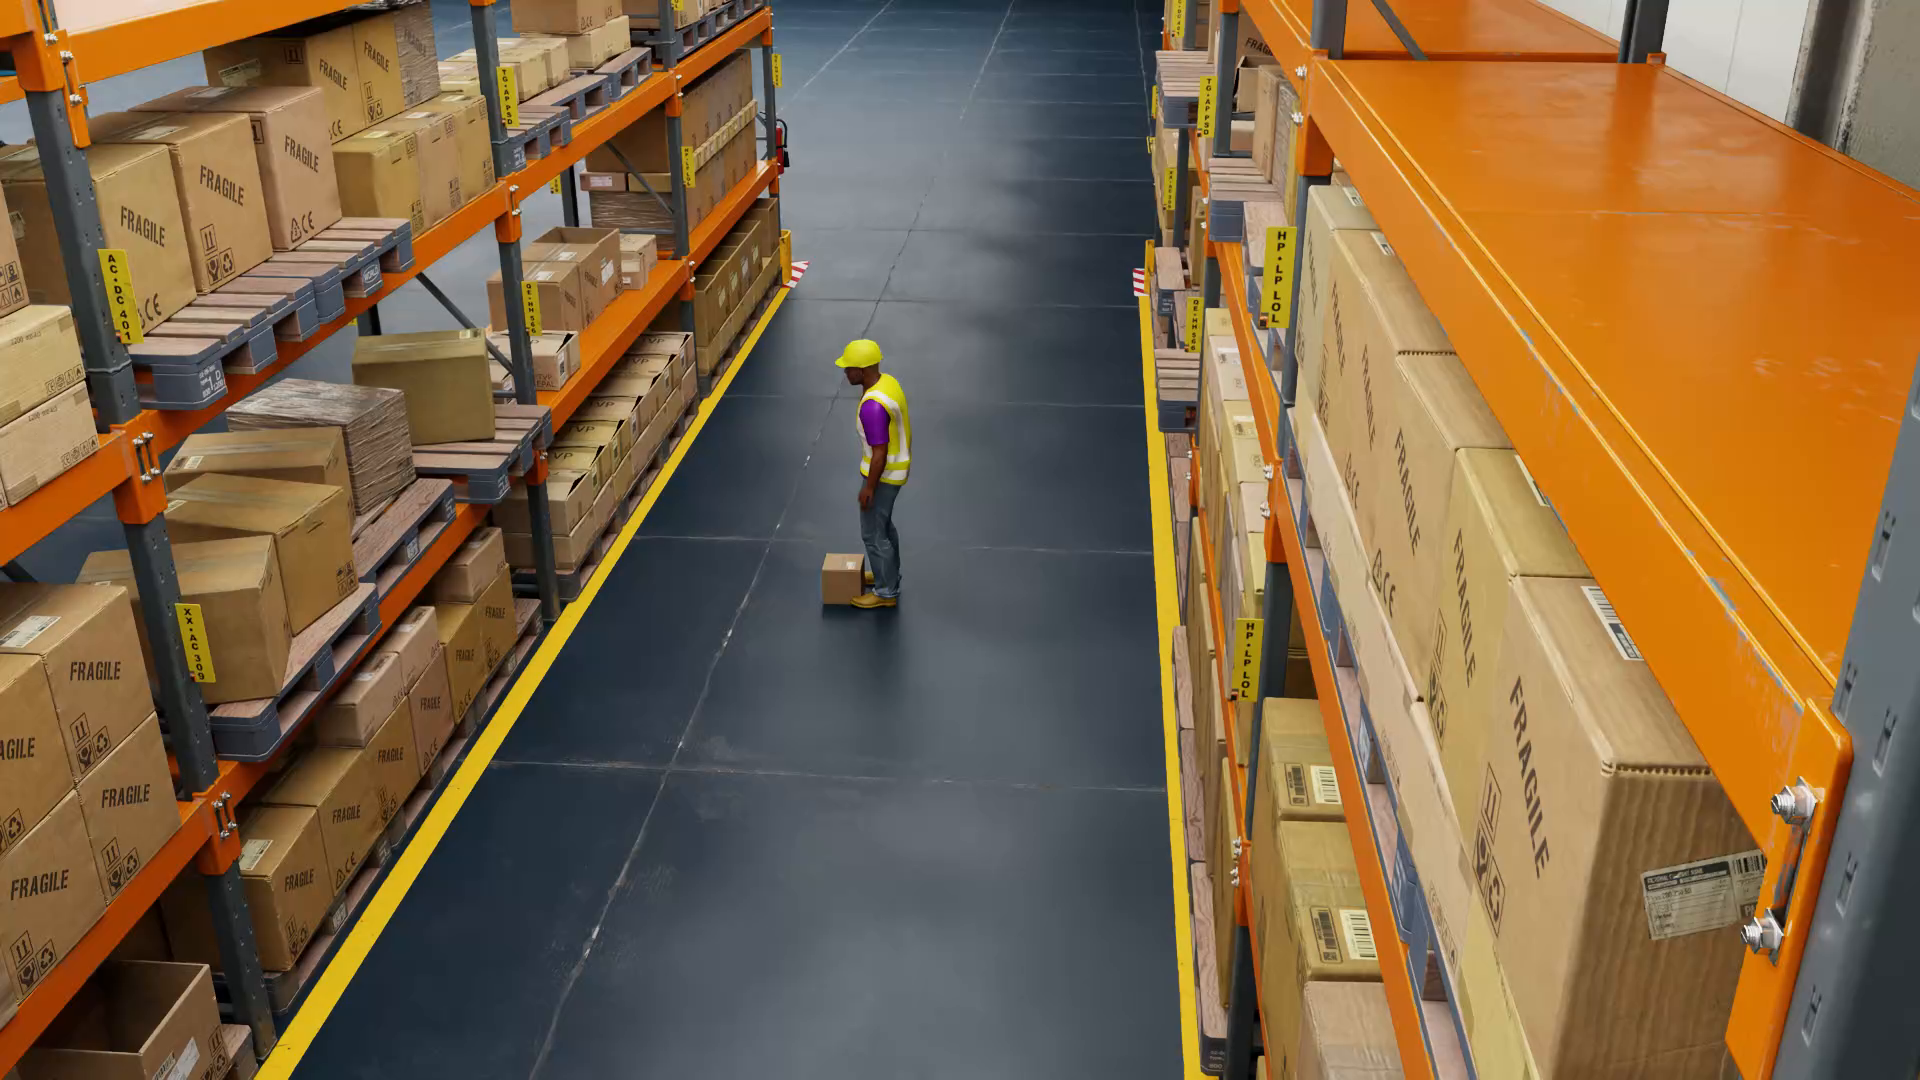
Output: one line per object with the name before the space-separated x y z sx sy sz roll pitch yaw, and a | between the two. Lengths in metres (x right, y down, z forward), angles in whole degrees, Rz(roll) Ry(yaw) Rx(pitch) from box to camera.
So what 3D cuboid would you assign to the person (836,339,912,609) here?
person | -0.533 -0.428 10.531 0.461 1.757 0.627 2 24 4
